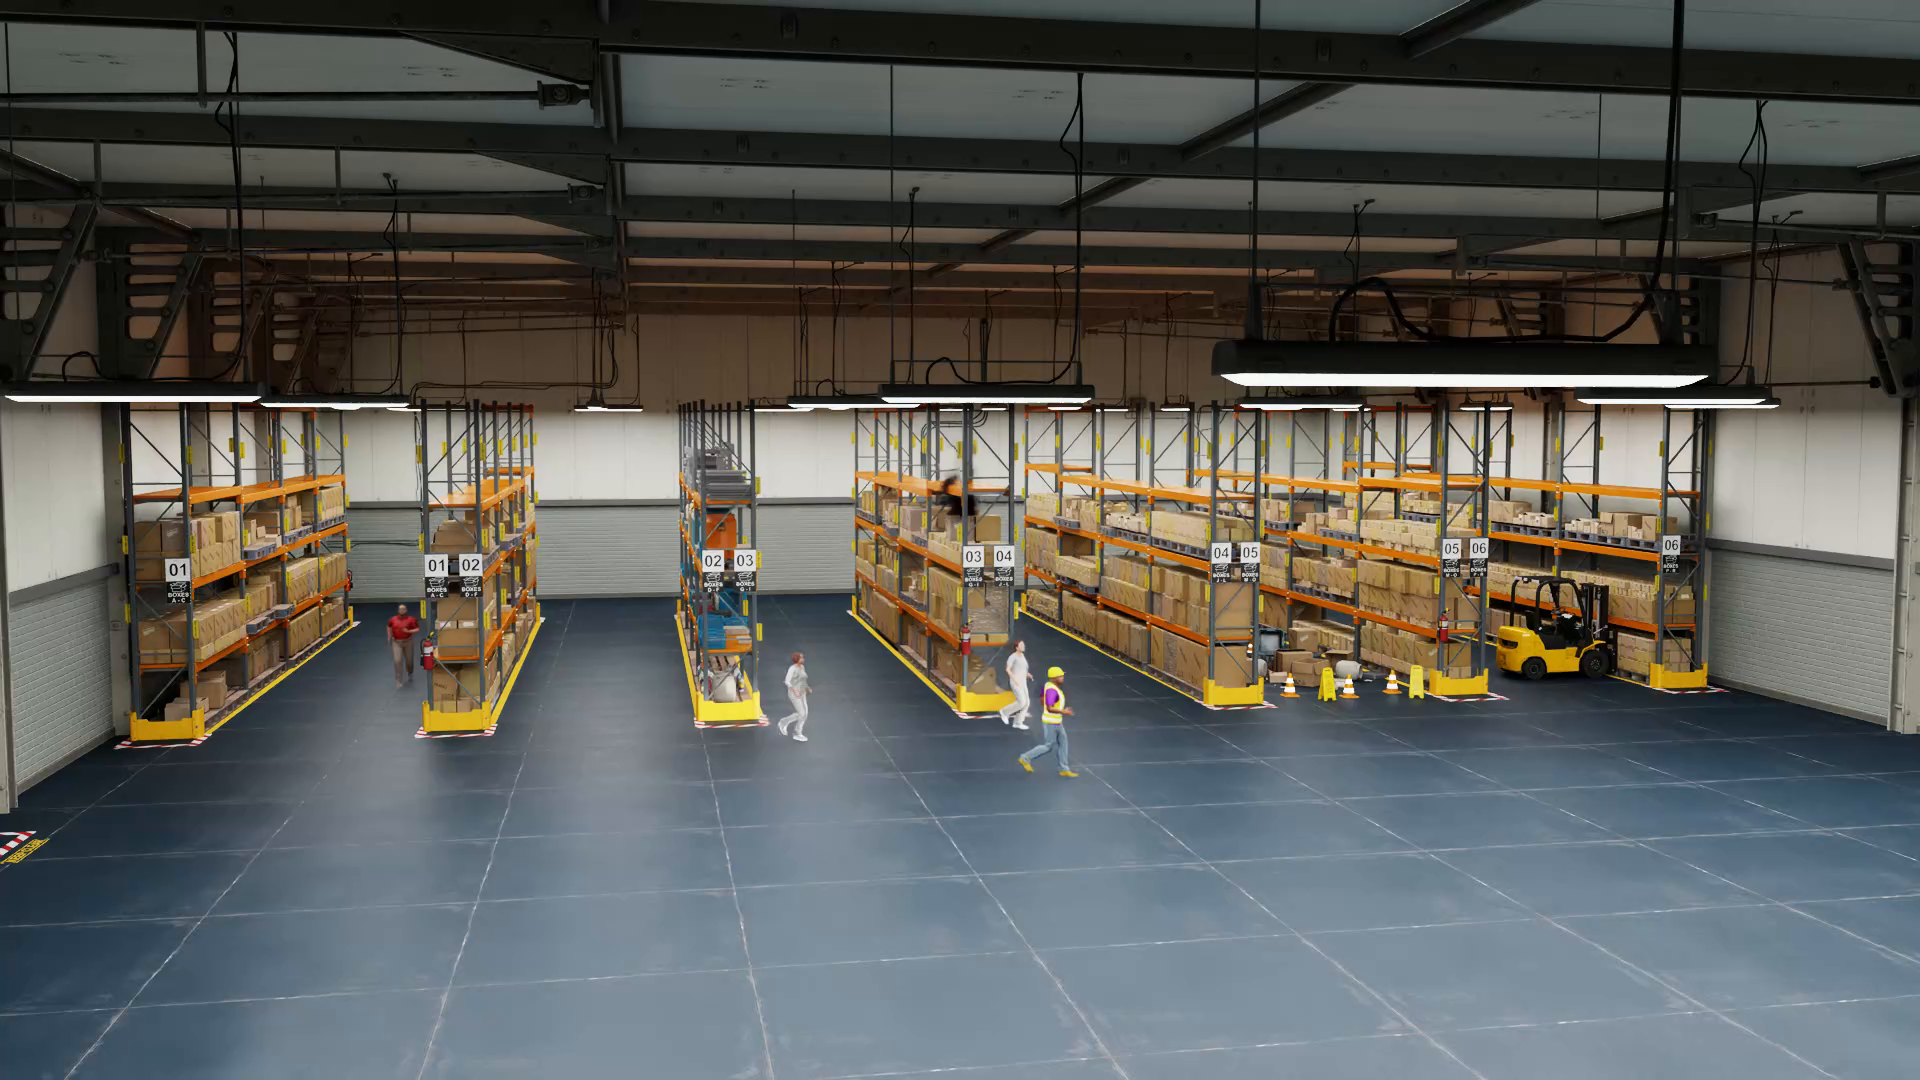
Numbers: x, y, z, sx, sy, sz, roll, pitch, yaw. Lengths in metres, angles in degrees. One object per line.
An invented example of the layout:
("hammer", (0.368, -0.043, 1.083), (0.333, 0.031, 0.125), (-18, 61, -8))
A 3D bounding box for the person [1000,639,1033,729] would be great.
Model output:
("person", (1.027, 2.620, 30.373), (0.563, 1.642, 0.583), (2, 5, 30))

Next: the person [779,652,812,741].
("person", (-2.905, 2.753, 29.266), (0.539, 1.551, 0.559), (2, 5, 21))

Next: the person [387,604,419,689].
("person", (-11.697, 2.206, 34.925), (0.662, 1.716, 0.989), (-1, 4, -14))

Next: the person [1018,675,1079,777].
("person", (1.399, 2.890, 26.164), (0.948, 1.707, 0.681), (1, 4, 8))
